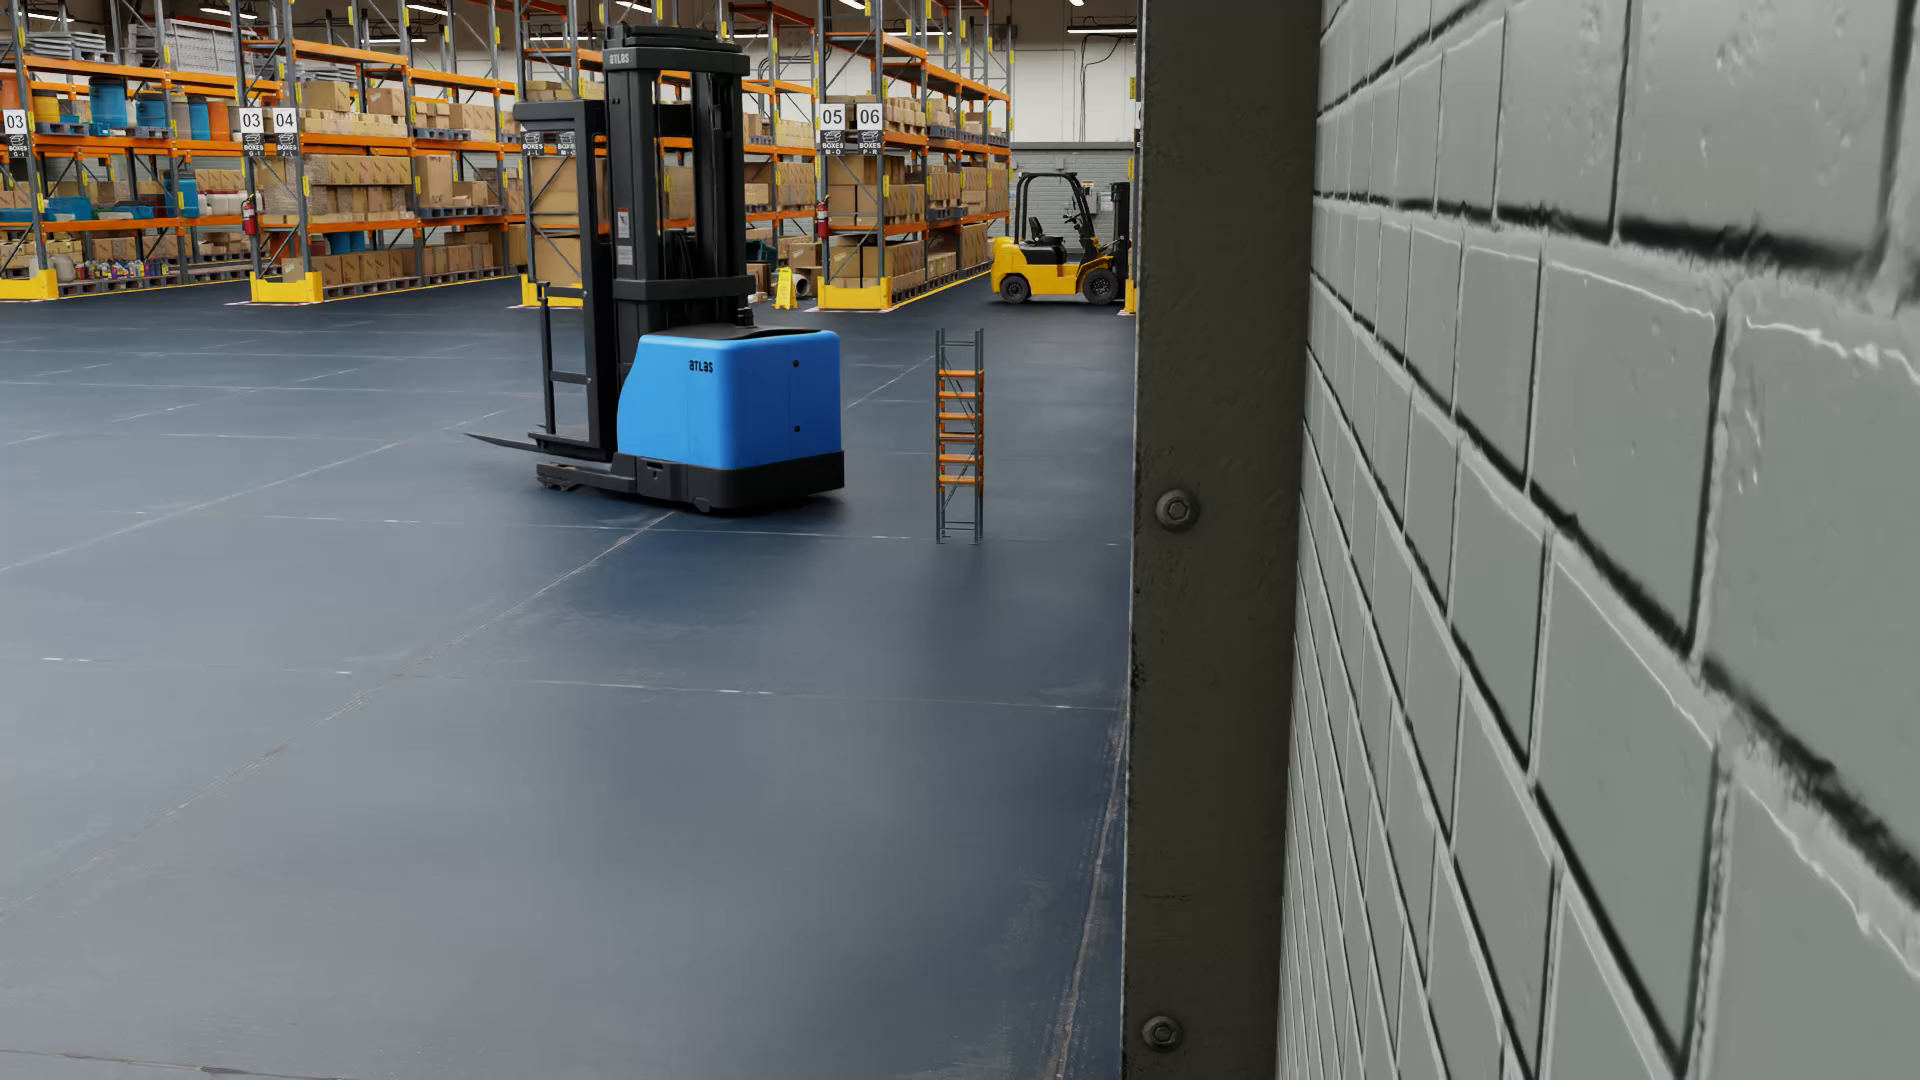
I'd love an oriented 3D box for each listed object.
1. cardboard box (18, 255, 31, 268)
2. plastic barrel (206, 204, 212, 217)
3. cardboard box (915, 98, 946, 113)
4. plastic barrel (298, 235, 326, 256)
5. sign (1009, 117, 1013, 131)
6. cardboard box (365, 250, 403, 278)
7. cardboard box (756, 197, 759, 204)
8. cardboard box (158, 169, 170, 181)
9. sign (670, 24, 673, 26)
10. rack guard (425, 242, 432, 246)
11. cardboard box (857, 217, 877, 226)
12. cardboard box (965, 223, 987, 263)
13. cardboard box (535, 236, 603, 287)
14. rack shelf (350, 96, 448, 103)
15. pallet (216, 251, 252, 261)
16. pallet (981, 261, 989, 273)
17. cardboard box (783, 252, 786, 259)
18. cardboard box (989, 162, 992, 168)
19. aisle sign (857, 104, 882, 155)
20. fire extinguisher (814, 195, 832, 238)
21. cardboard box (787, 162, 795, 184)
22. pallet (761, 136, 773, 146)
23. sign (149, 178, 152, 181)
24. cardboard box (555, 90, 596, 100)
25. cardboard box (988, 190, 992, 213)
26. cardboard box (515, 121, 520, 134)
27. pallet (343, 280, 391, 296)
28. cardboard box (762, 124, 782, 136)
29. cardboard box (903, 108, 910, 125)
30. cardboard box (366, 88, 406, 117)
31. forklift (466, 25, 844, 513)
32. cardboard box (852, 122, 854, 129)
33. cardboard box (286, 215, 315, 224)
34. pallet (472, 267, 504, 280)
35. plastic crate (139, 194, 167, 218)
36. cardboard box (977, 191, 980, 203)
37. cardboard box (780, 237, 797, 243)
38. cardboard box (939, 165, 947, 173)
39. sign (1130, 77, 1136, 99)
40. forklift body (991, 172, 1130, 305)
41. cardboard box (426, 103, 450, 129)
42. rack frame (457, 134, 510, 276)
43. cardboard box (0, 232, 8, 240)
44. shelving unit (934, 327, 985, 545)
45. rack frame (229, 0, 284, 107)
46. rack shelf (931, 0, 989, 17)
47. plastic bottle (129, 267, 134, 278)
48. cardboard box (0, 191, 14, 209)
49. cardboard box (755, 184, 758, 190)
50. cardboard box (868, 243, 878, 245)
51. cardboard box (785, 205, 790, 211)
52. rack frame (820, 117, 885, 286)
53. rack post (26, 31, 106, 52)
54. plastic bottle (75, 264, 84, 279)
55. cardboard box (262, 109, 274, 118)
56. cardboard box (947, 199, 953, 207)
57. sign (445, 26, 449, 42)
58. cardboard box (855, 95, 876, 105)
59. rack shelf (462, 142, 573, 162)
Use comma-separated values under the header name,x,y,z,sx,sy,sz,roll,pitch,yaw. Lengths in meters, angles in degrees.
name,x,y,z,sx,sy,sz,roll,pitch,yaw
cardboard box,-20.138,-5.947,35.497,0.500,0.250,0.500,2,12,10
plastic barrel,-15.431,-6.731,33.935,0.301,0.262,0.301,0,12,0
cardboard box,-0.548,-8.102,31.020,0.500,0.250,0.500,2,12,7
plastic barrel,-14.939,-6.725,38.304,0.600,0.588,0.708,2,12,9
sign,1.279,-10.385,41.526,0.100,0.325,0.005,2,12,9
cardboard box,-10.994,-5.269,31.759,0.500,0.500,0.500,1,12,7
cardboard box,-4.761,-7.687,37.640,0.380,0.149,0.250,1,12,6
cardboard box,-19.628,-9.006,41.552,0.500,0.500,0.500,2,12,9
sign,-5.930,-10.462,34.274,0.100,0.325,0.005,2,12,9
rack guard,-13.950,-7.810,44.545,1.175,0.500,0.348,2,12,9
cardboard box,-1.459,-5.155,26.890,0.380,0.149,0.250,2,12,9
cardboard box,0.114,-6.747,37.726,0.875,0.875,0.875,2,12,10
cardboard box,-6.583,-4.663,28.058,0.875,0.875,0.875,2,12,9
rack shelf,-14.249,-10.995,41.810,1.077,0.370,4.000,2,12,9
pallet,-19.158,-7.389,43.280,1.003,0.211,1.213,2,12,9
pallet,0.086,-6.186,37.695,1.003,0.211,1.213,2,12,9
cardboard box,-4.362,-6.784,39.621,0.380,0.149,0.250,2,12,10
cardboard box,0.555,-8.782,38.974,0.380,0.149,0.250,2,12,8
aisle sign,-1.419,-6.462,26.186,0.394,0.787,0.004,2,12,9
fire extinguisher,-2.189,-5.167,26.534,0.296,0.674,0.183,2,12,9
cardboard box,-4.294,-8.833,40.041,0.500,0.500,0.500,2,12,10
pallet,-4.977,-9.101,37.928,1.213,0.211,1.003,2,12,9
sign,-19.987,-8.794,41.124,0.100,0.325,0.005,2,12,9
cardboard box,-6.295,-7.238,27.254,0.500,0.250,0.500,2,12,9
cardboard box,0.461,-7.850,38.561,0.500,0.500,0.500,2,12,11
cardboard box,-9.984,-9.348,37.389,0.797,0.503,0.637,2,12,8
pallet,-11.146,-4.609,30.378,1.003,0.211,1.213,2,12,9
cardboard box,-4.466,-9.581,38.880,0.500,0.250,0.500,2,12,11
cardboard box,-1.135,-7.167,28.160,0.500,0.250,0.500,2,12,10
cardboard box,-10.710,-8.171,31.037,0.500,0.500,0.500,2,12,7
forklift,-2.198,-1.830,11.030,3.031,2.935,1.130,10,16,39
cardboard box,-1.931,-6.694,26.909,0.380,0.149,0.250,2,12,9
cardboard box,-11.228,-5.464,28.322,0.380,0.149,0.250,2,12,9
pallet,-10.399,-5.675,35.323,1.003,0.211,1.213,2,12,9
plastic crate,-16.015,-6.670,33.172,0.402,0.464,0.583,2,12,9
cardboard box,0.159,-7.571,36.673,0.500,0.250,0.500,2,12,10
cardboard box,-4.241,-7.399,41.062,0.380,0.149,0.250,1,12,7
cardboard box,-0.458,-7.246,32.517,0.380,0.149,0.250,1,12,6
sign,2.656,-6.935,25.518,0.100,0.325,0.005,2,12,9
forklift body,1.679,-5.093,28.019,2.313,2.155,1.214,2,12,9
cardboard box,-10.578,-8.381,32.898,0.797,0.503,0.637,2,12,11
rack frame,-10.277,-7.200,35.784,1.000,3.000,0.127,2,12,9
cardboard box,-24.317,-7.529,41.417,0.750,0.750,0.750,2,12,9
shelving unit,-0.002,-0.584,9.353,0.258,1.200,0.189,2,12,9
rack frame,-15.171,-10.293,35.897,1.000,3.000,0.127,2,12,9
rack shelf,-0.178,-11.501,35.320,1.077,0.370,4.000,2,12,9
plastic bottle,-15.700,-5.065,31.476,0.097,0.201,0.097,0,12,0
cardboard box,-20.388,-7.112,35.135,0.500,0.500,0.500,2,12,9
cardboard box,-4.768,-7.970,37.544,0.380,0.149,0.250,2,12,8
cardboard box,-1.689,-4.830,28.537,0.500,0.500,0.500,2,12,7
cardboard box,-4.303,-7.997,40.077,0.380,0.149,0.250,2,12,10
rack frame,-1.716,-5.214,26.567,1.000,3.000,0.127,2,12,9
rack post,-16.135,-8.996,30.053,0.937,0.300,0.954,2,12,8
plastic bottle,-16.487,-5.027,31.121,0.152,0.276,0.135,2,12,9
cardboard box,-11.773,-7.191,28.029,0.380,0.149,0.250,2,12,9
cardboard box,-0.343,-6.664,32.894,0.380,0.149,0.250,2,12,10
sign,-10.826,-10.684,35.117,0.100,0.325,0.005,2,12,9
cardboard box,-1.460,-7.015,26.506,0.380,0.149,0.250,2,12,8
rack shelf,-9.970,-8.731,37.476,1.077,0.370,4.000,2,12,9
